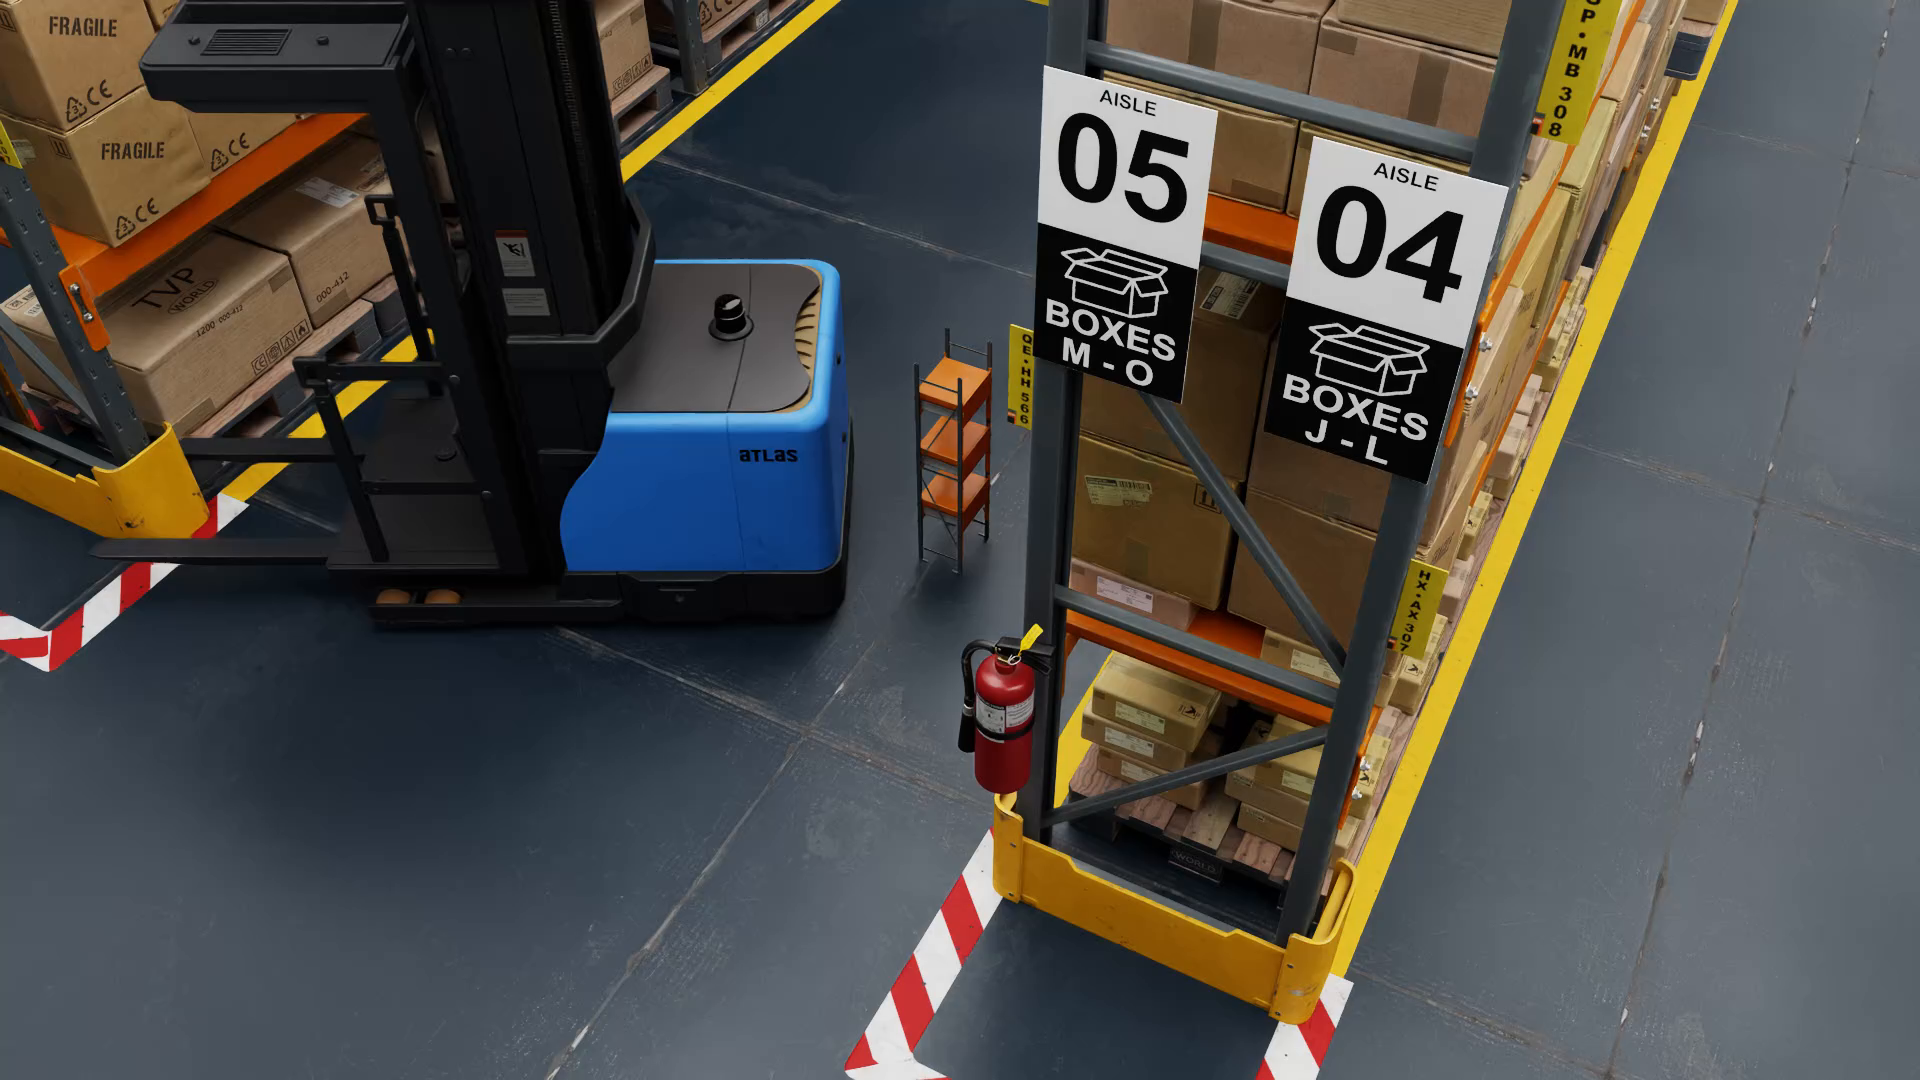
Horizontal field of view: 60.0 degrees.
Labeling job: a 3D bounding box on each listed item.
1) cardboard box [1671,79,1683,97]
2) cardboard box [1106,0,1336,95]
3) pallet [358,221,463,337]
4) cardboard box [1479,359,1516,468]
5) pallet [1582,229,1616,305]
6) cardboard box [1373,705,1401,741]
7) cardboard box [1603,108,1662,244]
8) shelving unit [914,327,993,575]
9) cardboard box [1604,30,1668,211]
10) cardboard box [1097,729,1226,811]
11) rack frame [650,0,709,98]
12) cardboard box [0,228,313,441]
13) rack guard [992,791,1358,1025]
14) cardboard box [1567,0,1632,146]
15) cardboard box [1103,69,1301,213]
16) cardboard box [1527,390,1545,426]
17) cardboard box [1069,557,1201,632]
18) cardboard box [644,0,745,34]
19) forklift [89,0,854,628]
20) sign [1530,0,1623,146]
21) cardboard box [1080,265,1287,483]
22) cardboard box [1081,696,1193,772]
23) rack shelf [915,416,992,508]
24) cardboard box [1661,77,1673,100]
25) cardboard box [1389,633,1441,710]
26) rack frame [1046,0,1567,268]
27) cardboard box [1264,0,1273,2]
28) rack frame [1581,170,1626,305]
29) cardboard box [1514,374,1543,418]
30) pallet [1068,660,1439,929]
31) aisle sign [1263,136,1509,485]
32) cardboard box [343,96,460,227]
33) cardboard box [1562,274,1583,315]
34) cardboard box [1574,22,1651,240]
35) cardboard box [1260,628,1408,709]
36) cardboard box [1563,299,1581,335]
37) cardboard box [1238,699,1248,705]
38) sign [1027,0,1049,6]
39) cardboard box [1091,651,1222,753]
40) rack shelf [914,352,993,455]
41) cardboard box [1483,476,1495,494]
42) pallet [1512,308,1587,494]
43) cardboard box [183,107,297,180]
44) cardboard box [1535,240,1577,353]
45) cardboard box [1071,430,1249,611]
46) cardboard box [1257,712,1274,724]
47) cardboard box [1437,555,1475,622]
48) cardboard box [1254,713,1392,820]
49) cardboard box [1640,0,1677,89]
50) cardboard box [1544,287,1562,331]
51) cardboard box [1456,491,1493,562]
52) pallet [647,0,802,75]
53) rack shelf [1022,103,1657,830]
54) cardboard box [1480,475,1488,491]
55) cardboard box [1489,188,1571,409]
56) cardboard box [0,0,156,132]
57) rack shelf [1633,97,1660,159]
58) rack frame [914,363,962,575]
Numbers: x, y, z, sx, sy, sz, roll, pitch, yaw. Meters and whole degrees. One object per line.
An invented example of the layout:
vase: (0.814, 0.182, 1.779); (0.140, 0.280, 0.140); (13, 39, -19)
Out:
cardboard box: (3.818, -2.843, 9.193); (0.500, 0.500, 0.500); (18, 48, 17)
cardboard box: (0.642, -1.251, 3.802); (0.500, 0.250, 0.500); (19, 48, 18)
pallet: (-2.909, -1.585, 8.448); (1.003, 0.211, 1.213); (20, 49, 19)
cardboard box: (1.332, -0.376, 5.013); (0.500, 0.500, 0.500); (21, 49, 19)
pallet: (2.870, -1.730, 8.591); (1.003, 0.211, 1.213); (20, 49, 19)
cardboard box: (1.301, 0.652, 5.777); (0.380, 0.149, 0.250); (20, 49, 19)
cardboard box: (3.088, -1.866, 8.227); (0.500, 0.500, 0.500); (22, 49, 21)
shelving unit: (-0.025, -0.335, 6.623); (0.215, 1.050, 0.252); (20, 49, 19)
cardboard box: (2.294, -1.634, 6.256); (0.500, 0.500, 0.500); (19, 48, 18)
cardboard box: (0.713, 0.755, 5.884); (0.380, 0.149, 0.250); (21, 49, 20)
rack frame: (-1.921, -3.790, 8.666); (1.000, 3.000, 0.127); (20, 49, 19)
cardboard box: (-3.560, -0.966, 7.382); (0.875, 0.438, 0.875); (19, 48, 18)
rack guard: (0.689, 1.132, 5.560); (1.175, 0.500, 0.348); (20, 49, 19)
cardboard box: (1.337, -1.230, 4.133); (0.500, 0.250, 0.500); (22, 49, 20)
cardboard box: (0.630, -1.075, 3.980); (0.500, 0.250, 0.500); (19, 48, 18)
cardboard box: (2.370, -0.681, 7.303); (0.380, 0.149, 0.250); (19, 48, 18)
cardboard box: (0.554, 0.090, 5.008); (0.380, 0.149, 0.250); (21, 49, 19)
cardboard box: (-1.704, -3.608, 9.685); (0.875, 0.875, 0.875); (22, 49, 20)
forklift: (-1.979, -1.054, 6.011); (3.031, 2.935, 1.130); (0, 45, 0)
sign: (1.134, -0.882, 3.069); (0.100, 0.325, 0.005); (20, 49, 19)
cardboard box: (0.645, -0.561, 4.493); (0.500, 0.500, 0.500); (20, 49, 18)
cardboard box: (0.646, 0.624, 5.804); (0.380, 0.149, 0.250); (19, 48, 18)
rack shelf: (-0.025, -0.328, 6.631); (0.215, 0.259, 0.240); (20, 49, 19)
cardboard box: (3.332, -2.466, 8.293); (0.500, 0.250, 0.500); (22, 49, 20)
cardboard box: (1.449, 0.398, 5.818); (0.380, 0.149, 0.250); (20, 49, 19)
rack frame: (0.653, -1.808, 2.490); (1.000, 3.000, 0.127); (20, 49, 19)
cardboard box: (0.547, -1.323, 3.593); (0.380, 0.149, 0.250); (20, 49, 19)
rack frame: (2.510, -2.219, 7.114); (1.000, 3.000, 0.127); (20, 49, 19)
cardboard box: (2.149, -0.592, 6.796); (0.380, 0.149, 0.250); (18, 48, 17)
pallet: (1.097, 0.733, 6.157); (1.003, 0.211, 1.213); (20, 49, 19)
aisle sign: (0.885, -0.468, 3.556); (0.394, 0.787, 0.004); (20, 49, 19)
cardboard box: (-2.723, -2.112, 8.515); (0.875, 0.438, 0.875); (19, 48, 18)
cardboard box: (2.492, -1.090, 7.289); (0.380, 0.149, 0.250); (21, 49, 20)
cardboard box: (1.820, -1.348, 5.271); (0.500, 0.500, 0.500); (19, 48, 18)
cardboard box: (1.094, 0.293, 4.808); (0.380, 0.149, 0.250); (20, 49, 19)
cardboard box: (2.531, -0.991, 7.401); (0.380, 0.149, 0.250); (18, 48, 17)
cardboard box: (0.942, 0.421, 6.214); (0.380, 0.149, 0.250); (20, 49, 19)
sign: (0.171, -1.261, 3.435); (0.100, 0.325, 0.005); (20, 49, 19)
cardboard box: (0.675, 0.529, 5.689); (0.380, 0.149, 0.250); (21, 49, 19)
rack shelf: (-0.025, -0.527, 6.429); (0.215, 0.259, 0.240); (20, 49, 19)
cardboard box: (1.969, -0.211, 6.839); (0.380, 0.149, 0.250); (21, 49, 20)
pallet: (2.230, -0.804, 7.676); (1.003, 0.211, 1.213); (20, 49, 19)
cardboard box: (-3.091, -1.841, 6.670); (0.500, 0.500, 0.500); (20, 49, 19)
cardboard box: (1.802, -1.004, 5.633); (0.500, 0.500, 0.500); (19, 48, 18)
cardboard box: (0.634, -0.207, 4.846); (0.500, 0.500, 0.500); (21, 49, 20)
cardboard box: (1.229, 0.739, 5.900); (0.380, 0.149, 0.250); (20, 49, 19)
cardboard box: (1.781, 0.135, 6.497); (0.380, 0.149, 0.250); (18, 48, 17)
cardboard box: (1.198, 0.728, 5.492); (0.380, 0.149, 0.250); (18, 48, 17)
cardboard box: (2.296, -1.997, 5.913); (0.500, 0.500, 0.500); (19, 48, 18)
cardboard box: (1.923, -0.865, 5.952); (0.380, 0.149, 0.250); (21, 49, 20)
cardboard box: (1.791, -0.107, 6.318); (0.380, 0.149, 0.250); (21, 49, 20)
pallet: (-1.630, -3.321, 10.163); (1.003, 0.211, 1.213); (20, 49, 19)
rack shelf: (1.582, -0.706, 6.125); (1.077, 0.370, 4.000); (20, 49, 19)
cardboard box: (1.976, -0.362, 6.779); (0.380, 0.149, 0.250); (18, 48, 17)
cardboard box: (1.325, -0.706, 4.636); (0.500, 0.500, 0.500); (22, 49, 20)
cardboard box: (-3.303, -1.865, 5.991); (0.500, 0.500, 0.500); (19, 48, 18)
rack shelf: (3.439, -3.226, 8.615); (1.077, 0.370, 4.000); (20, 49, 19)
rack frame: (-0.081, -0.258, 6.547); (0.200, 1.050, 0.008); (20, 49, 19)
